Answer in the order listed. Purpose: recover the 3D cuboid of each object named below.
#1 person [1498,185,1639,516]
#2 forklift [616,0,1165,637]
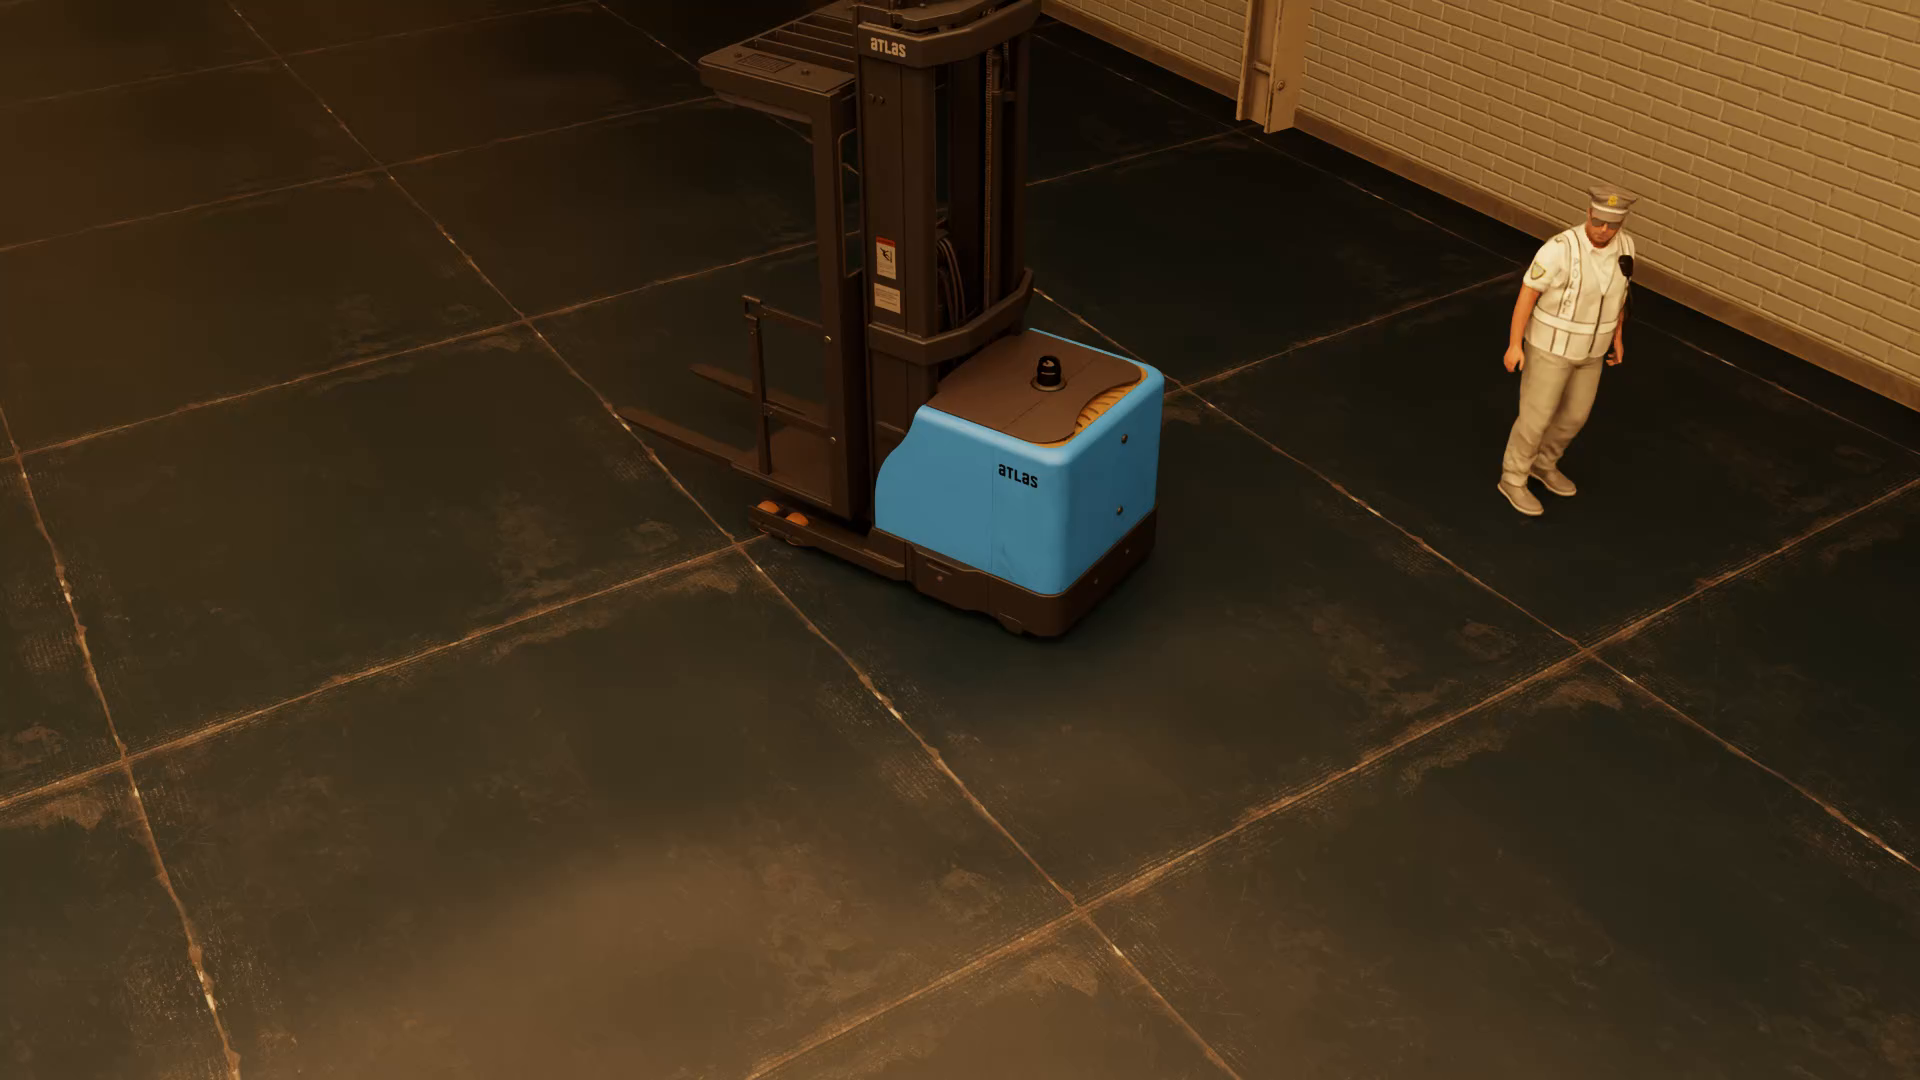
[{"bbox_3d":[3.150,-0.987,8.577,0.684,1.755,0.462,-11,37,-15],"label":"person"},{"bbox_3d":[-0.500,-1.399,8.138,3.031,2.935,1.130,22,41,28],"label":"forklift"}]
